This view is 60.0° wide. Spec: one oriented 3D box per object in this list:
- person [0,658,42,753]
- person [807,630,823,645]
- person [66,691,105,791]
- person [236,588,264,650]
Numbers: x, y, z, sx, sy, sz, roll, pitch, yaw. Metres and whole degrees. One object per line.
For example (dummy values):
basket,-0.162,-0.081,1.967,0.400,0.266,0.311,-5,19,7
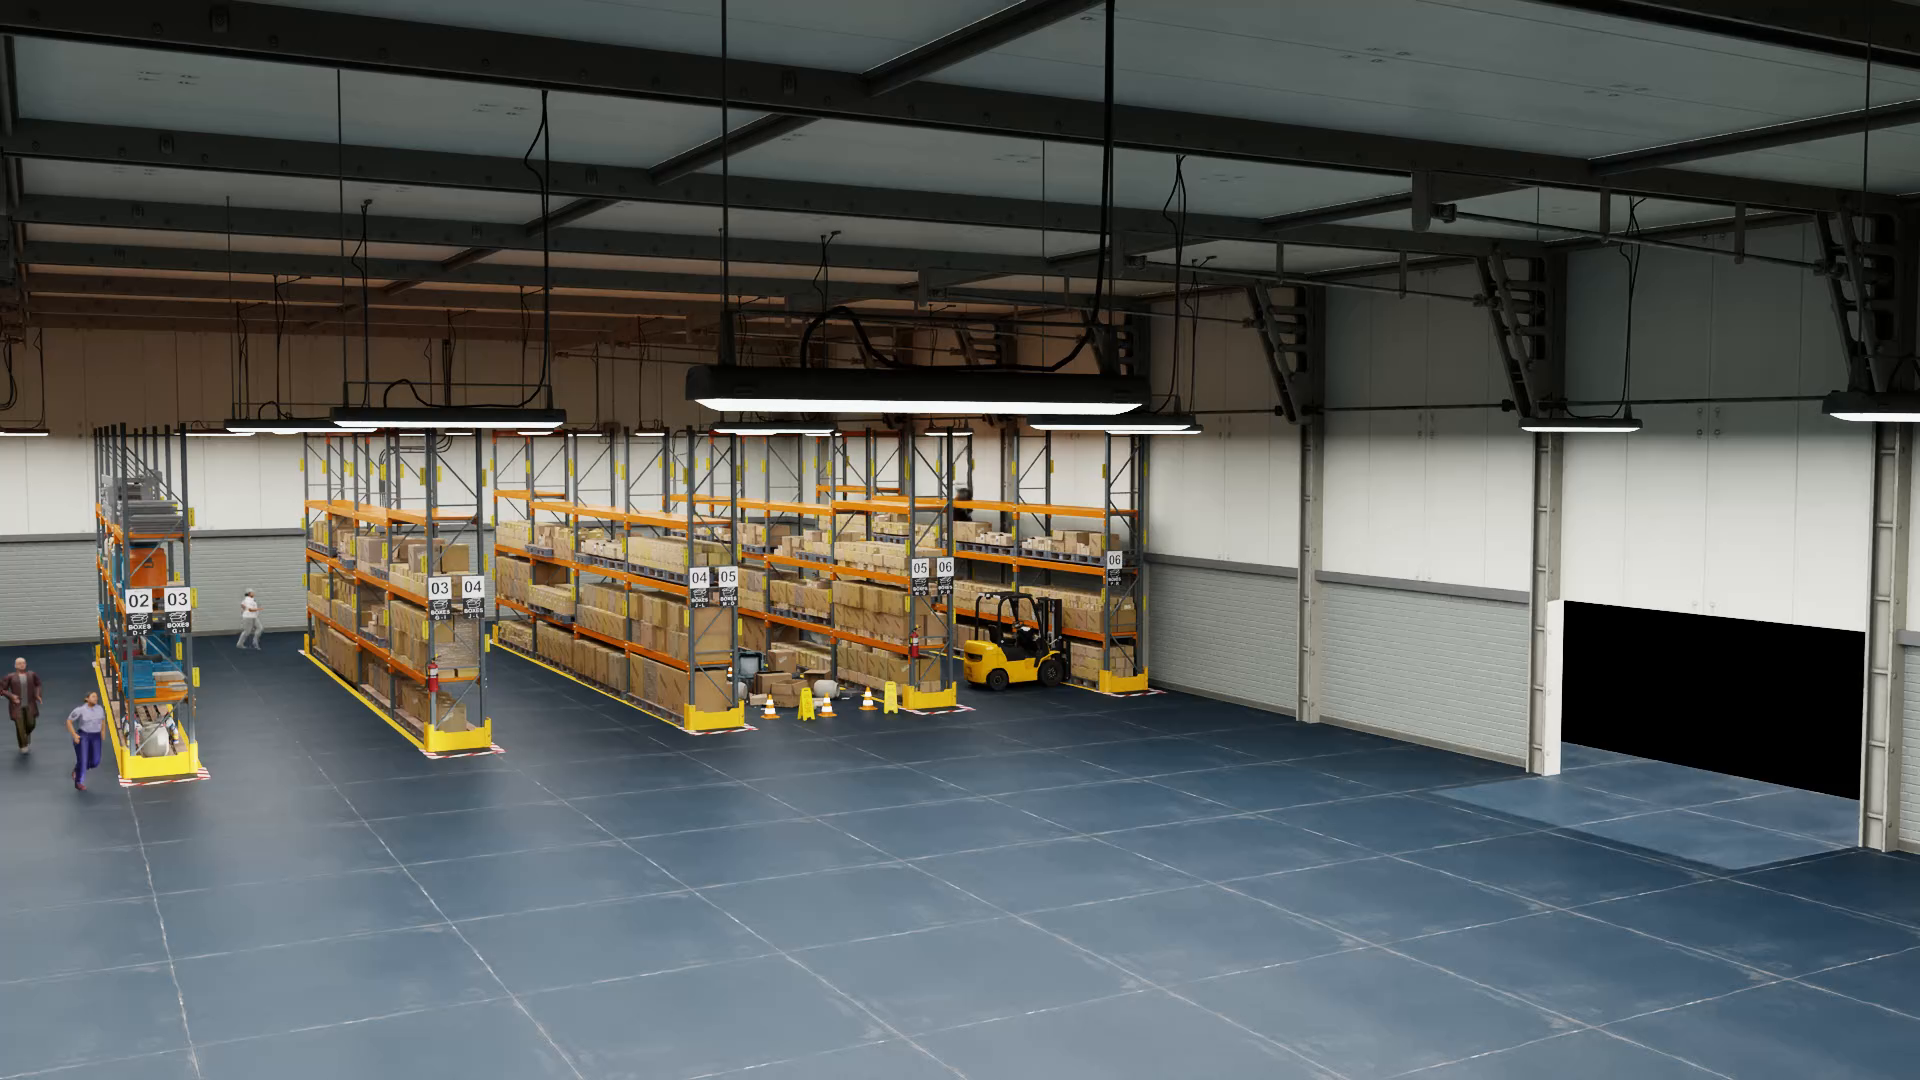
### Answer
person,-17.147,3.022,30.414,0.711,1.735,0.620,-3,5,-40
person,-3.876,2.195,44.847,0.575,1.608,0.599,-2,4,-28
person,-14.368,3.275,27.383,0.555,1.589,0.649,2,4,35
person,-19.264,2.170,45.135,0.727,1.721,0.575,-1,4,-13
